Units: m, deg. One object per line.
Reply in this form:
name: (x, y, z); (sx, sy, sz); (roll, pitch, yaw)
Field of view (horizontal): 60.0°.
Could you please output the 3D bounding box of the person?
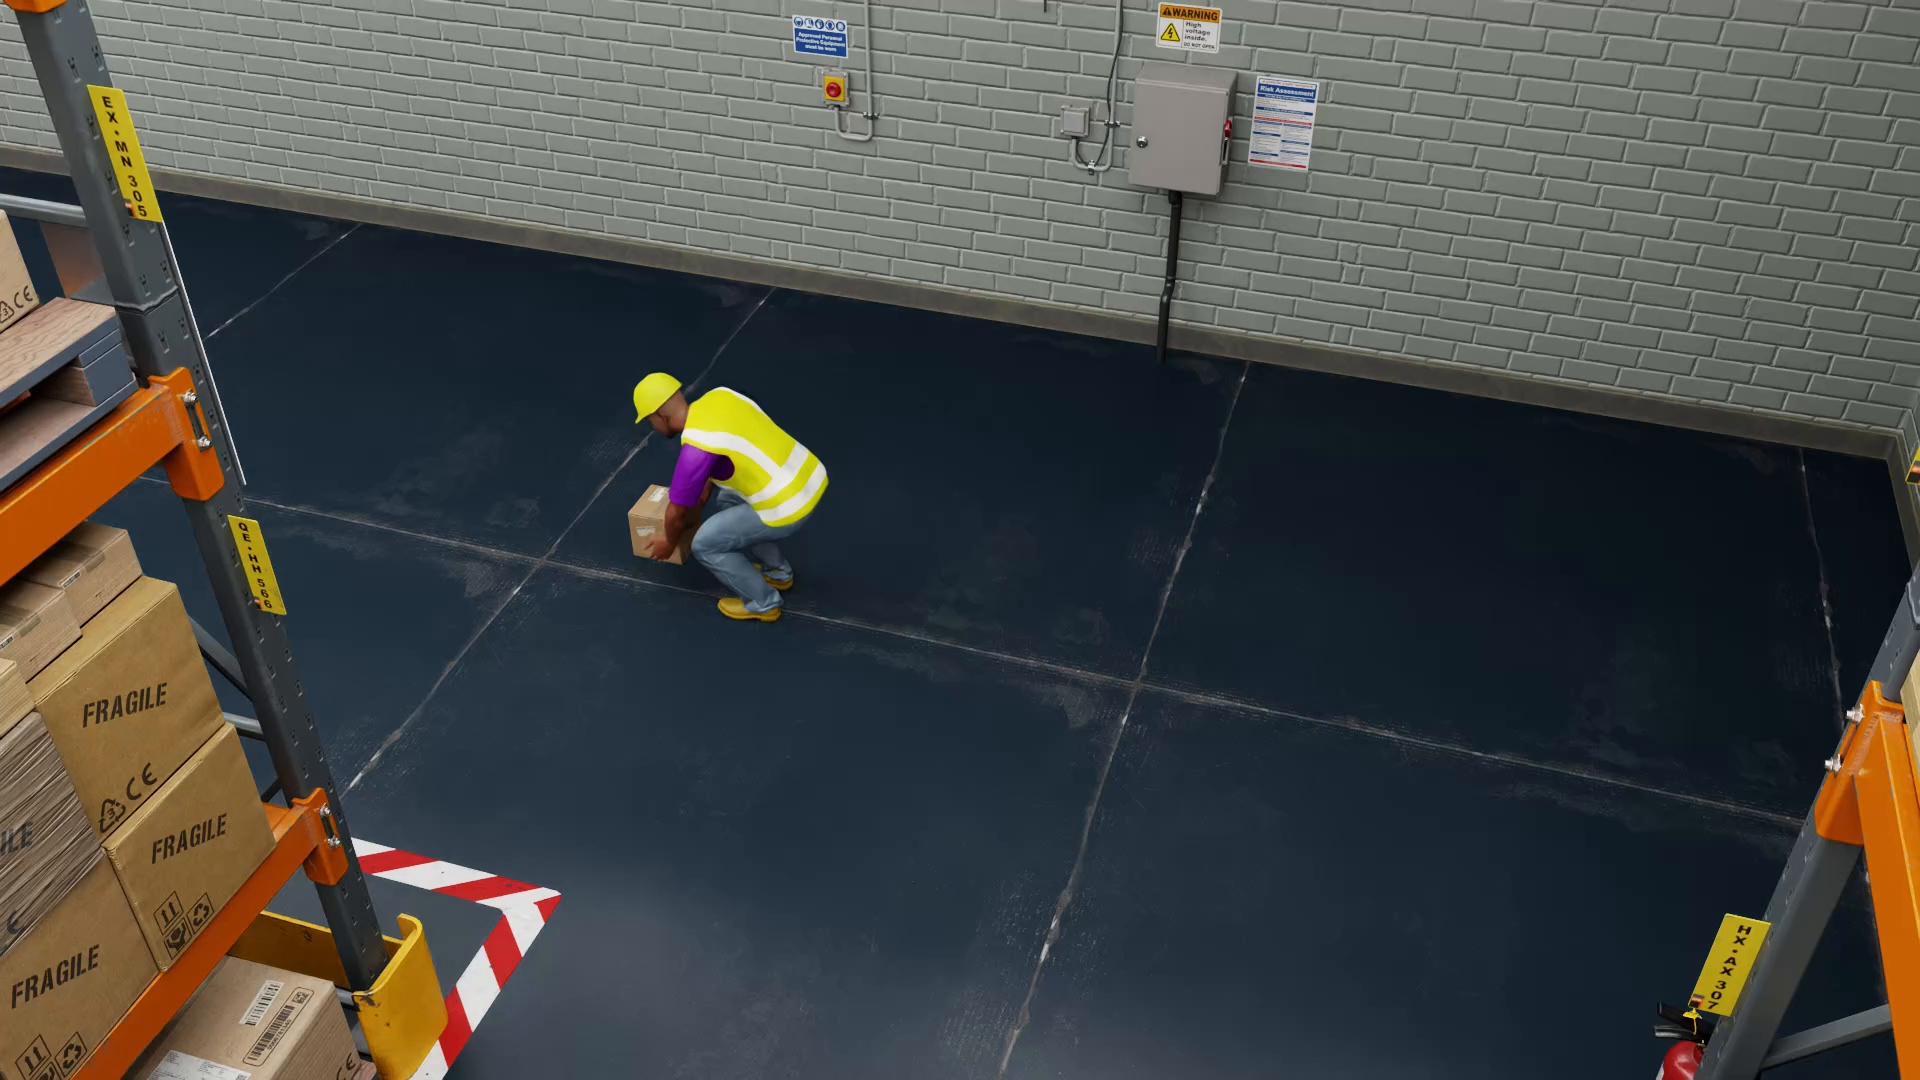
person: (-1.042, -0.195, 7.601); (0.839, 1.207, 0.620); (11, 38, 14)
